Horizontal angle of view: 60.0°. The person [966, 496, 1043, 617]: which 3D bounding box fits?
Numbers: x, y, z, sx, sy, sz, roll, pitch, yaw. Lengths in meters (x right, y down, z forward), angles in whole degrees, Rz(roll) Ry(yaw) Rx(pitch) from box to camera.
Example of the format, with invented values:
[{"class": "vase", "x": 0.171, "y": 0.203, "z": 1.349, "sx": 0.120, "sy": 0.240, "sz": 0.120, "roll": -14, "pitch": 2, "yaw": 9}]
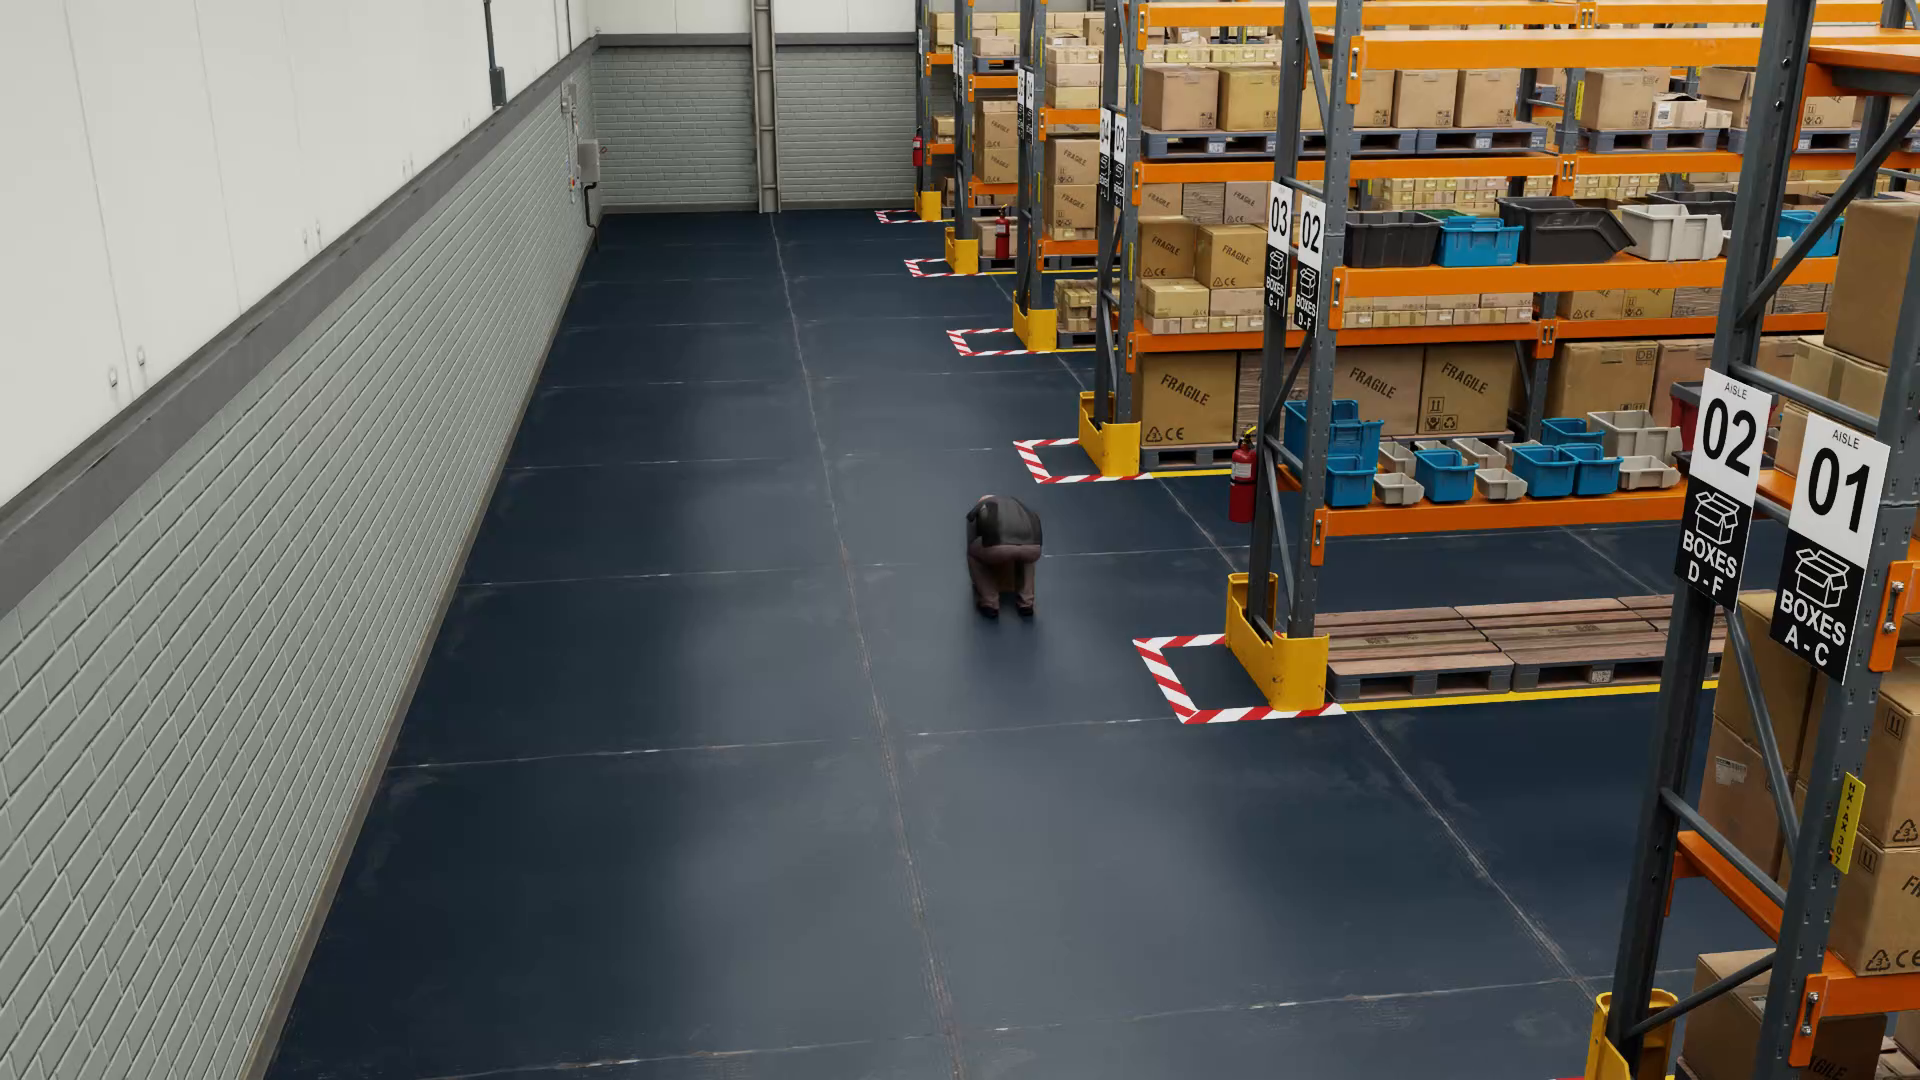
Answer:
[{"class": "person", "x": 0.307, "y": 0.077, "z": 12.233, "sx": 0.514, "sy": 0.848, "sz": 0.953, "roll": -3, "pitch": 20, "yaw": -9}]
